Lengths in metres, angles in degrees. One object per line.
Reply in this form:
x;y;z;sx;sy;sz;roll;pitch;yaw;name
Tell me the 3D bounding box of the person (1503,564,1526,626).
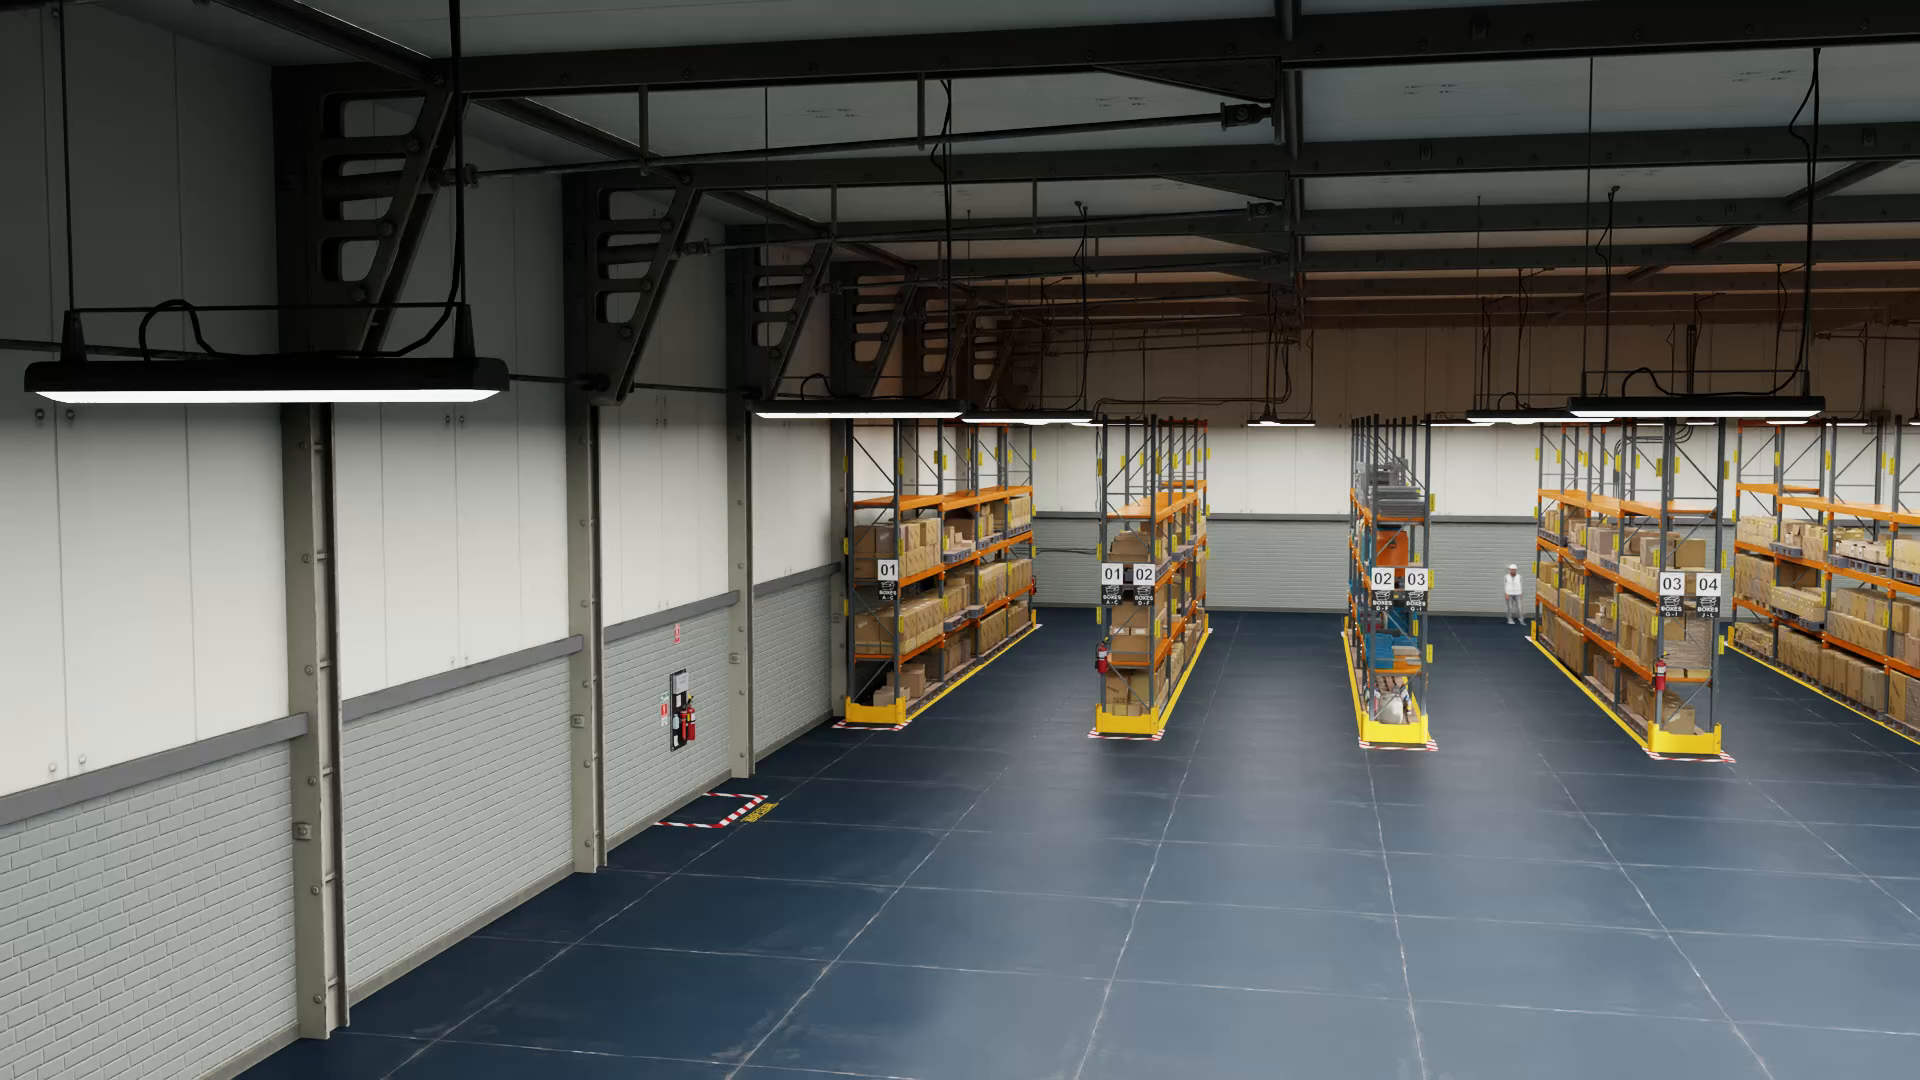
16.280;1.604;48.774;0.645;1.793;0.428;1;4;11;person
